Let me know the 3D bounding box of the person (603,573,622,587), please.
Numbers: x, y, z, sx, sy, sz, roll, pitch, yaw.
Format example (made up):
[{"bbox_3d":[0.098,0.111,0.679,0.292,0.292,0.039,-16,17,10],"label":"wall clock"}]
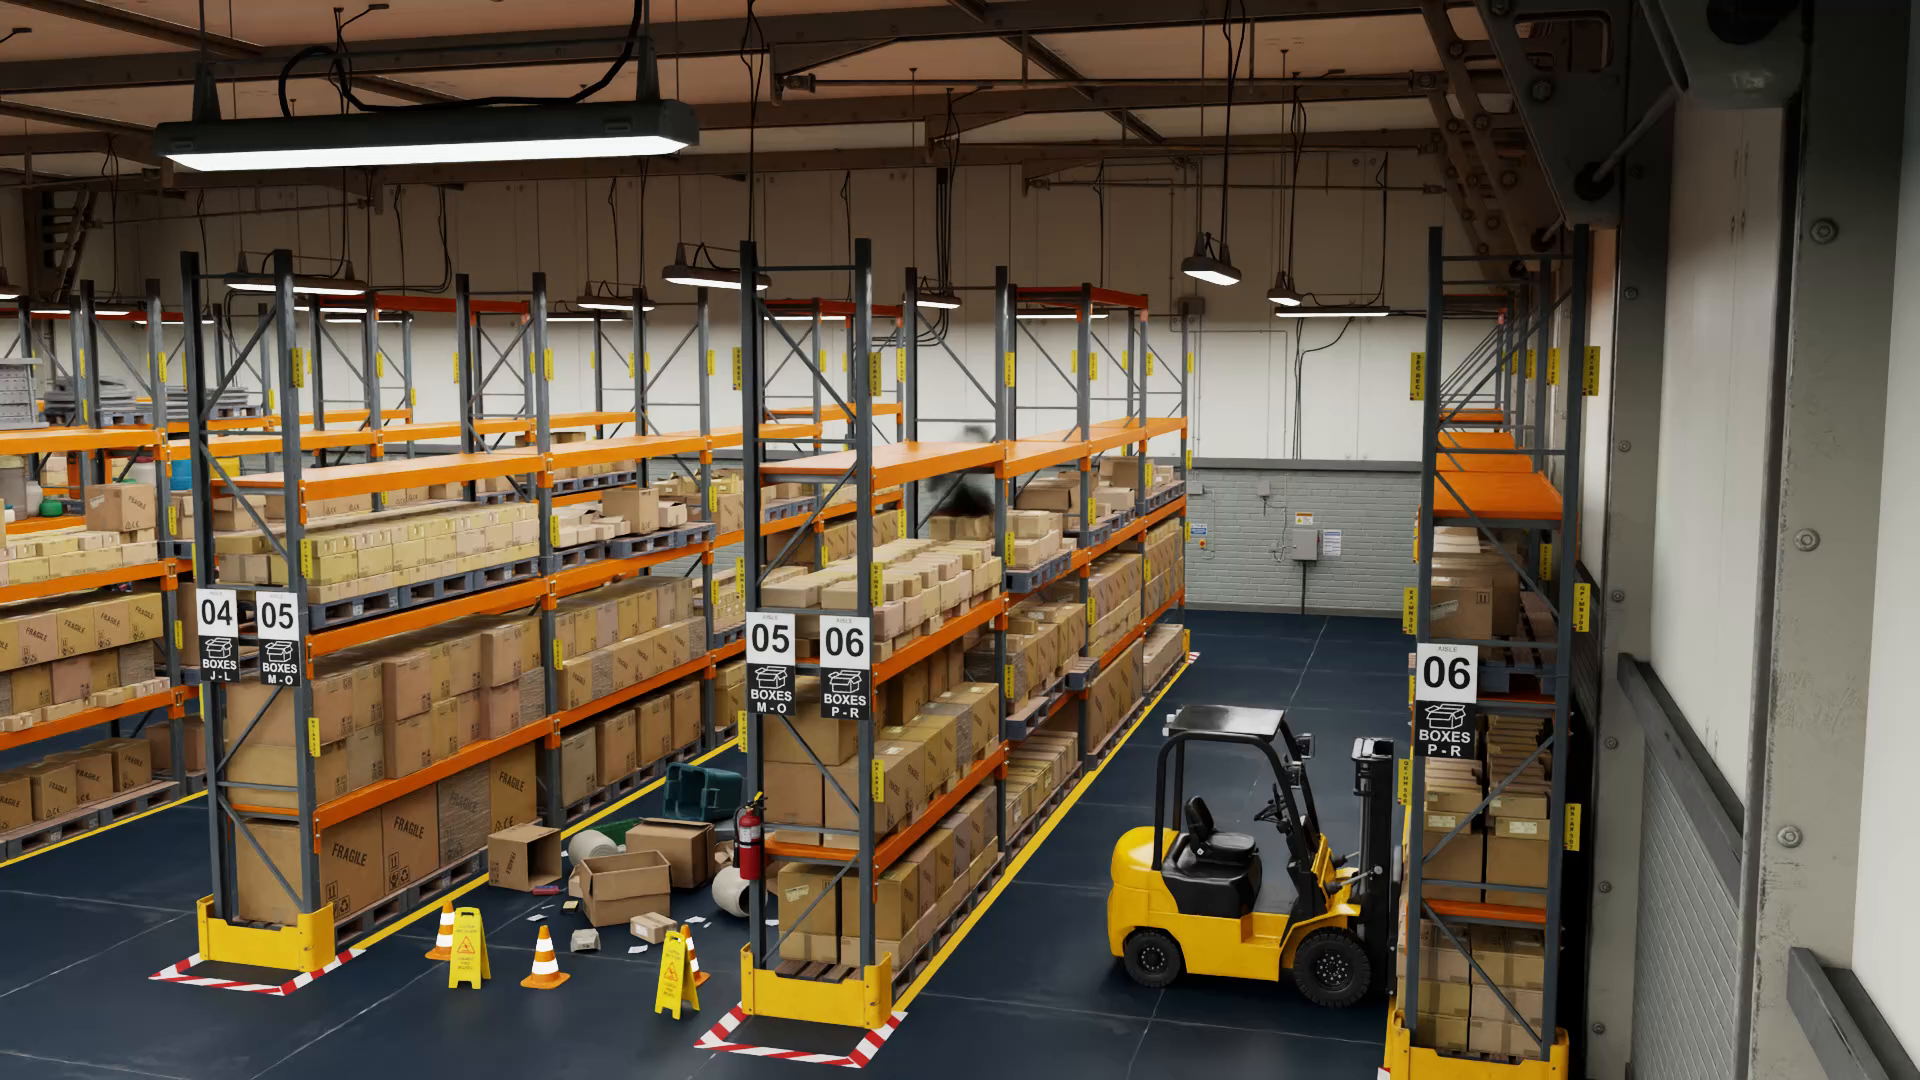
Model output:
[{"bbox_3d":[-5.520,1.311,26.602,0.660,1.790,0.800,1,6,7],"label":"person"}]
